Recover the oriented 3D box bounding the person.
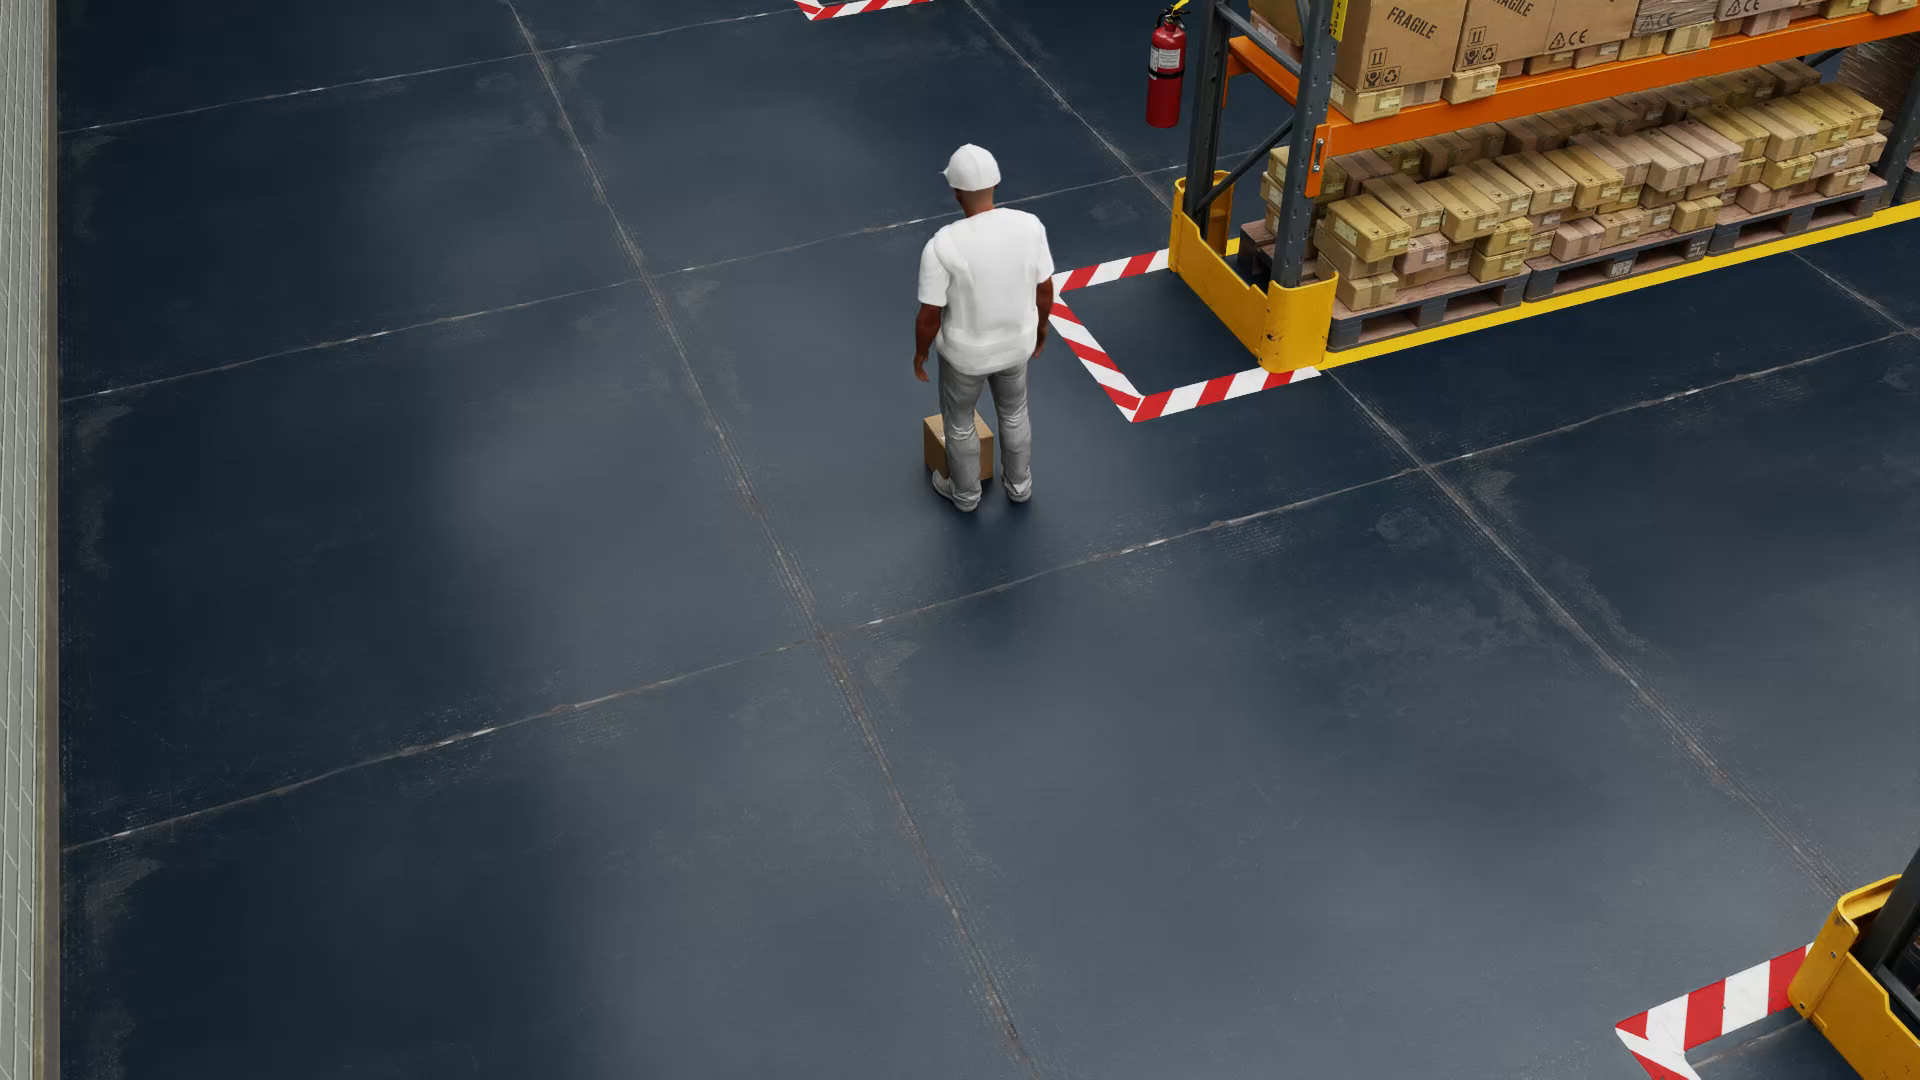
[{"bbox_3d":[0.097,-0.859,7.116,0.628,1.761,0.457,-15,44,-16],"label":"person"}]
